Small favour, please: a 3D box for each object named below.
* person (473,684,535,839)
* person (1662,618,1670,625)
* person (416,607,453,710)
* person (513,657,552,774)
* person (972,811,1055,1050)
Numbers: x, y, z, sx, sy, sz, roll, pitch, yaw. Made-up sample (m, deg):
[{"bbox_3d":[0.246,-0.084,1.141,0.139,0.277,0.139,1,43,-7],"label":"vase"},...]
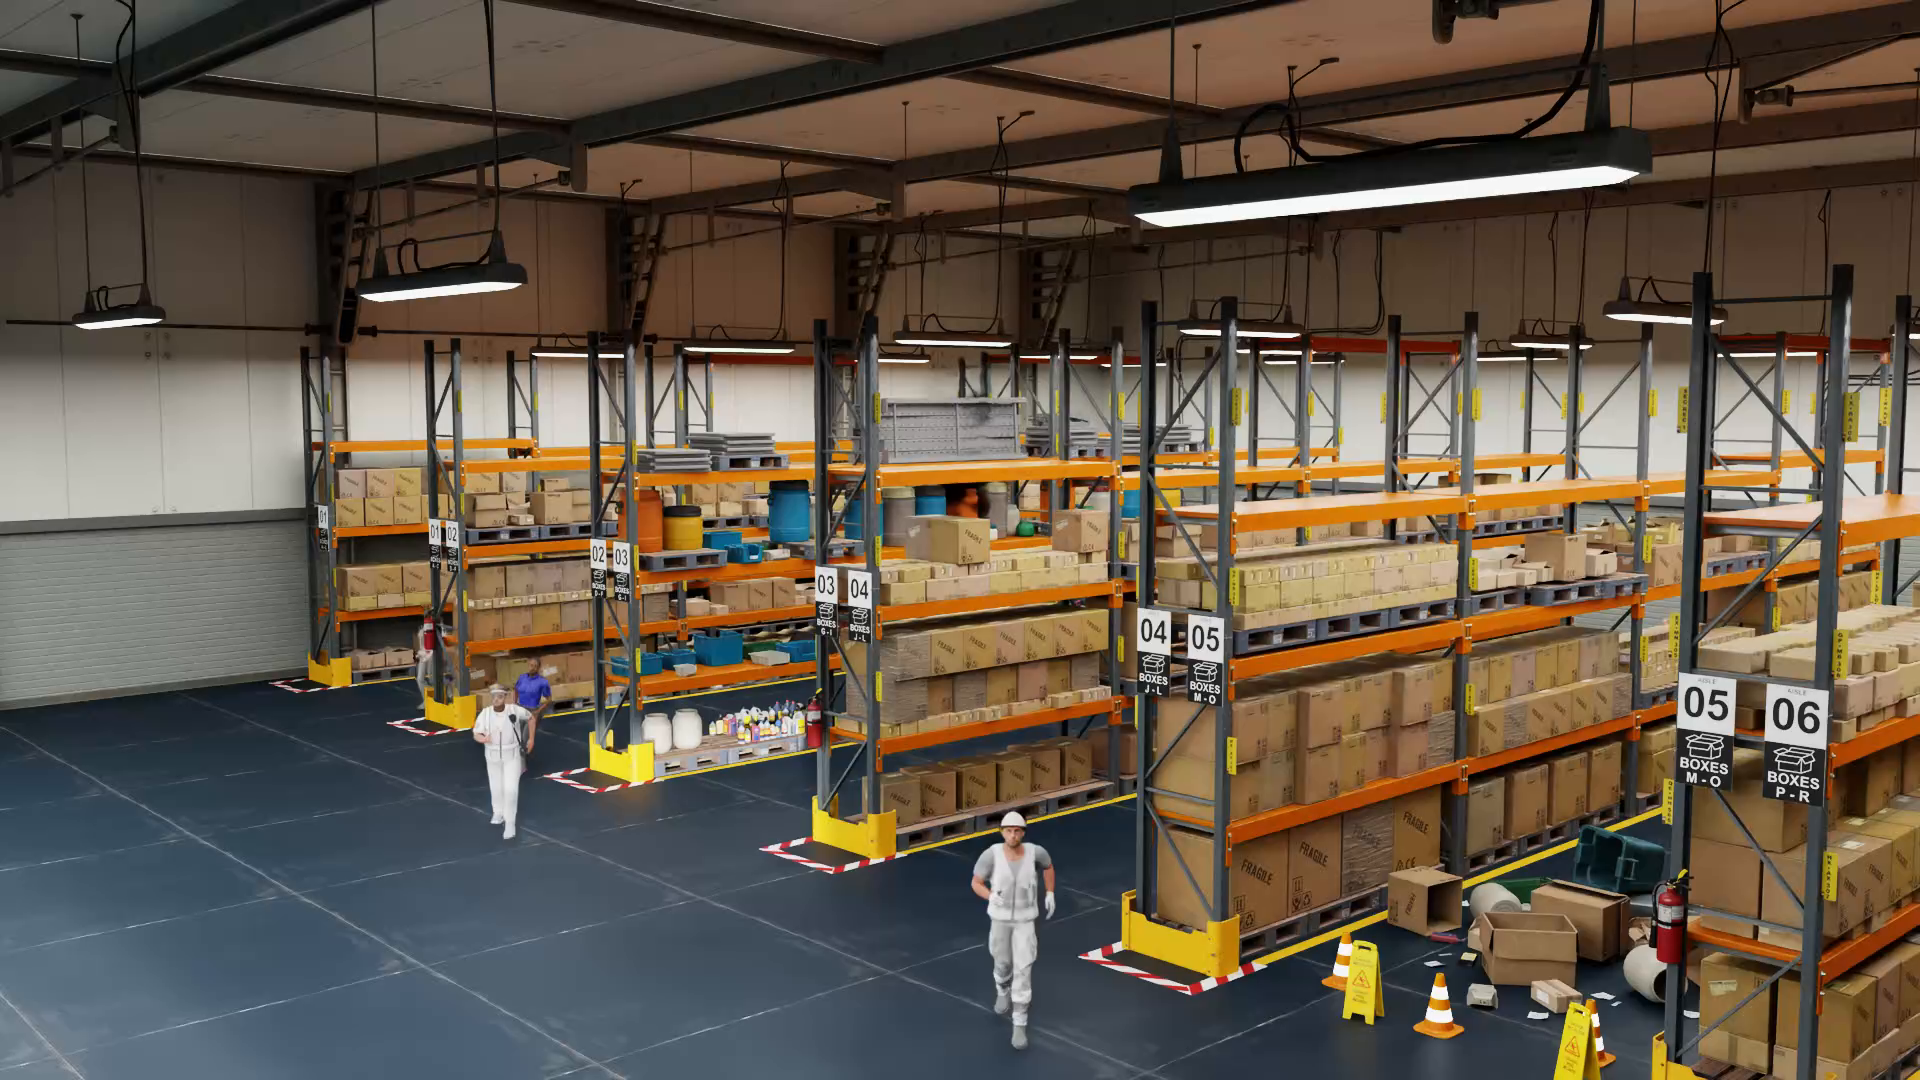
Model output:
[{"bbox_3d":[-5.352,2.573,19.537,0.673,1.832,0.911,0,5,-5],"label":"person"},{"bbox_3d":[10.940,2.056,25.794,0.568,1.690,0.670,-5,7,-43],"label":"person"},{"bbox_3d":[-8.700,1.923,27.479,0.636,1.673,0.713,4,6,36],"label":"person"},{"bbox_3d":[-5.857,2.389,22.597,0.644,1.586,0.530,0,5,5],"label":"person"},{"bbox_3d":[0.433,3.082,13.462,0.680,1.820,0.866,0,5,1],"label":"person"}]
